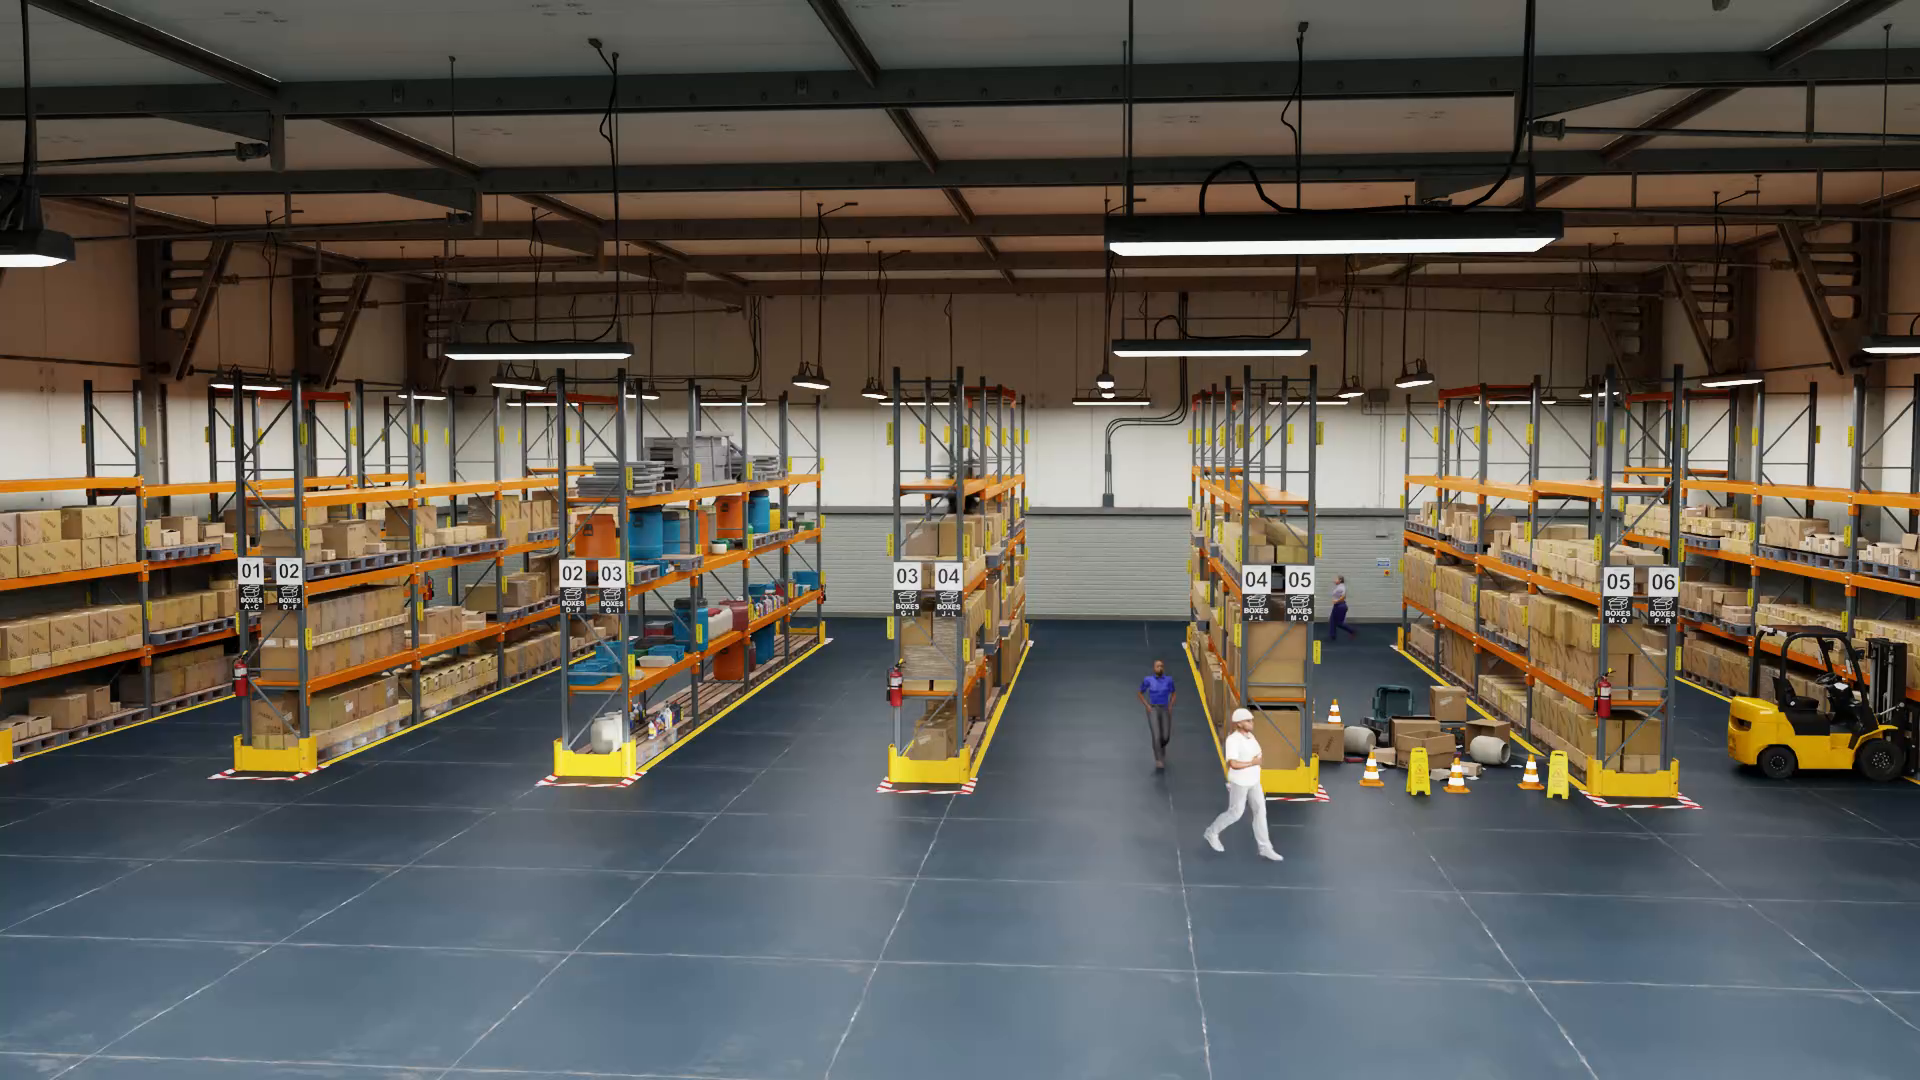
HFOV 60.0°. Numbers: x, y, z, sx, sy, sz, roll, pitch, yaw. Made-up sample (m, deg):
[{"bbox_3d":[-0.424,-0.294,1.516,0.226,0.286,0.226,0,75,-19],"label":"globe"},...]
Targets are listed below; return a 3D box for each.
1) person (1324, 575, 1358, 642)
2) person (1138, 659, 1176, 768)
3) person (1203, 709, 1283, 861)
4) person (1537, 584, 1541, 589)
[{"bbox_3d":[9.257,1.677,40.493,0.744,1.646,0.635,0,4,3],"label":"person"},{"bbox_3d":[3.000,2.626,25.309,0.587,1.615,0.601,0,4,-3],"label":"person"},{"bbox_3d":[3.360,2.868,19.670,0.980,1.758,0.697,3,5,40],"label":"person"},{"bbox_3d":[12.507,1.835,36.100,0.661,1.769,0.993,0,4,0],"label":"person"}]
